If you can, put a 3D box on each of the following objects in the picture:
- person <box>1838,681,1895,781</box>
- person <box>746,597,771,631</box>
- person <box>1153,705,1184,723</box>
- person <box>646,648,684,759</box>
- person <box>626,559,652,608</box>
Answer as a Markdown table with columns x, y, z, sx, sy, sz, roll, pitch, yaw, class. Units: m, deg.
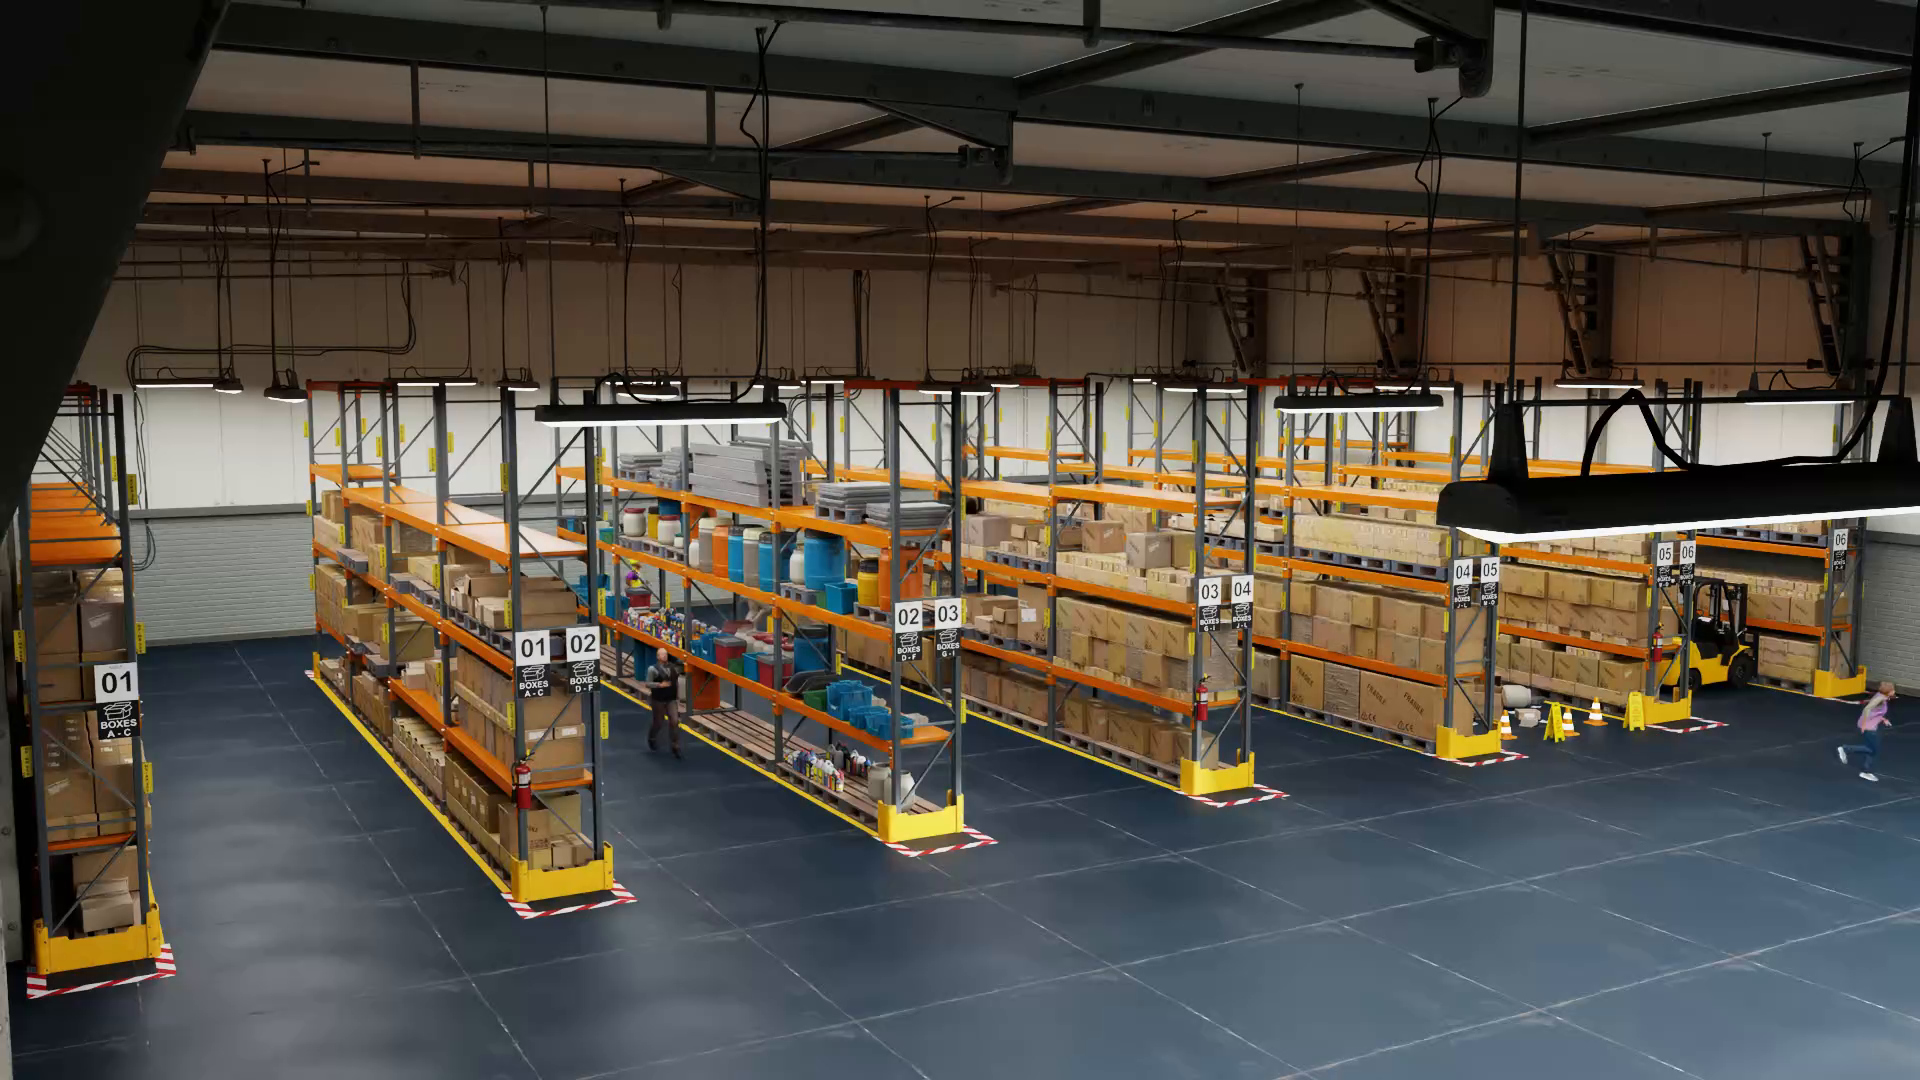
| x | y | z | sx | sy | sz | roll | pitch | yaw | class |
| --- | --- | --- | --- | --- | --- | --- | --- | --- | --- |
| 13.839 | 2.903 | 25.398 | 0.716 | 1.525 | 0.532 | 3 | 7 | 26 | person |
| -4.760 | 1.327 | 39.196 | 0.772 | 1.682 | 0.647 | -4 | 7 | -33 | person |
| 3.716 | 2.418 | 29.053 | 0.710 | 1.724 | 0.868 | -6 | 9 | -45 | person |
| -4.778 | 2.605 | 26.805 | 0.651 | 1.742 | 0.902 | -5 | 8 | -39 | person |
| -7.619 | 1.293 | 39.260 | 0.737 | 1.802 | 0.671 | -2 | 6 | -18 | person |
